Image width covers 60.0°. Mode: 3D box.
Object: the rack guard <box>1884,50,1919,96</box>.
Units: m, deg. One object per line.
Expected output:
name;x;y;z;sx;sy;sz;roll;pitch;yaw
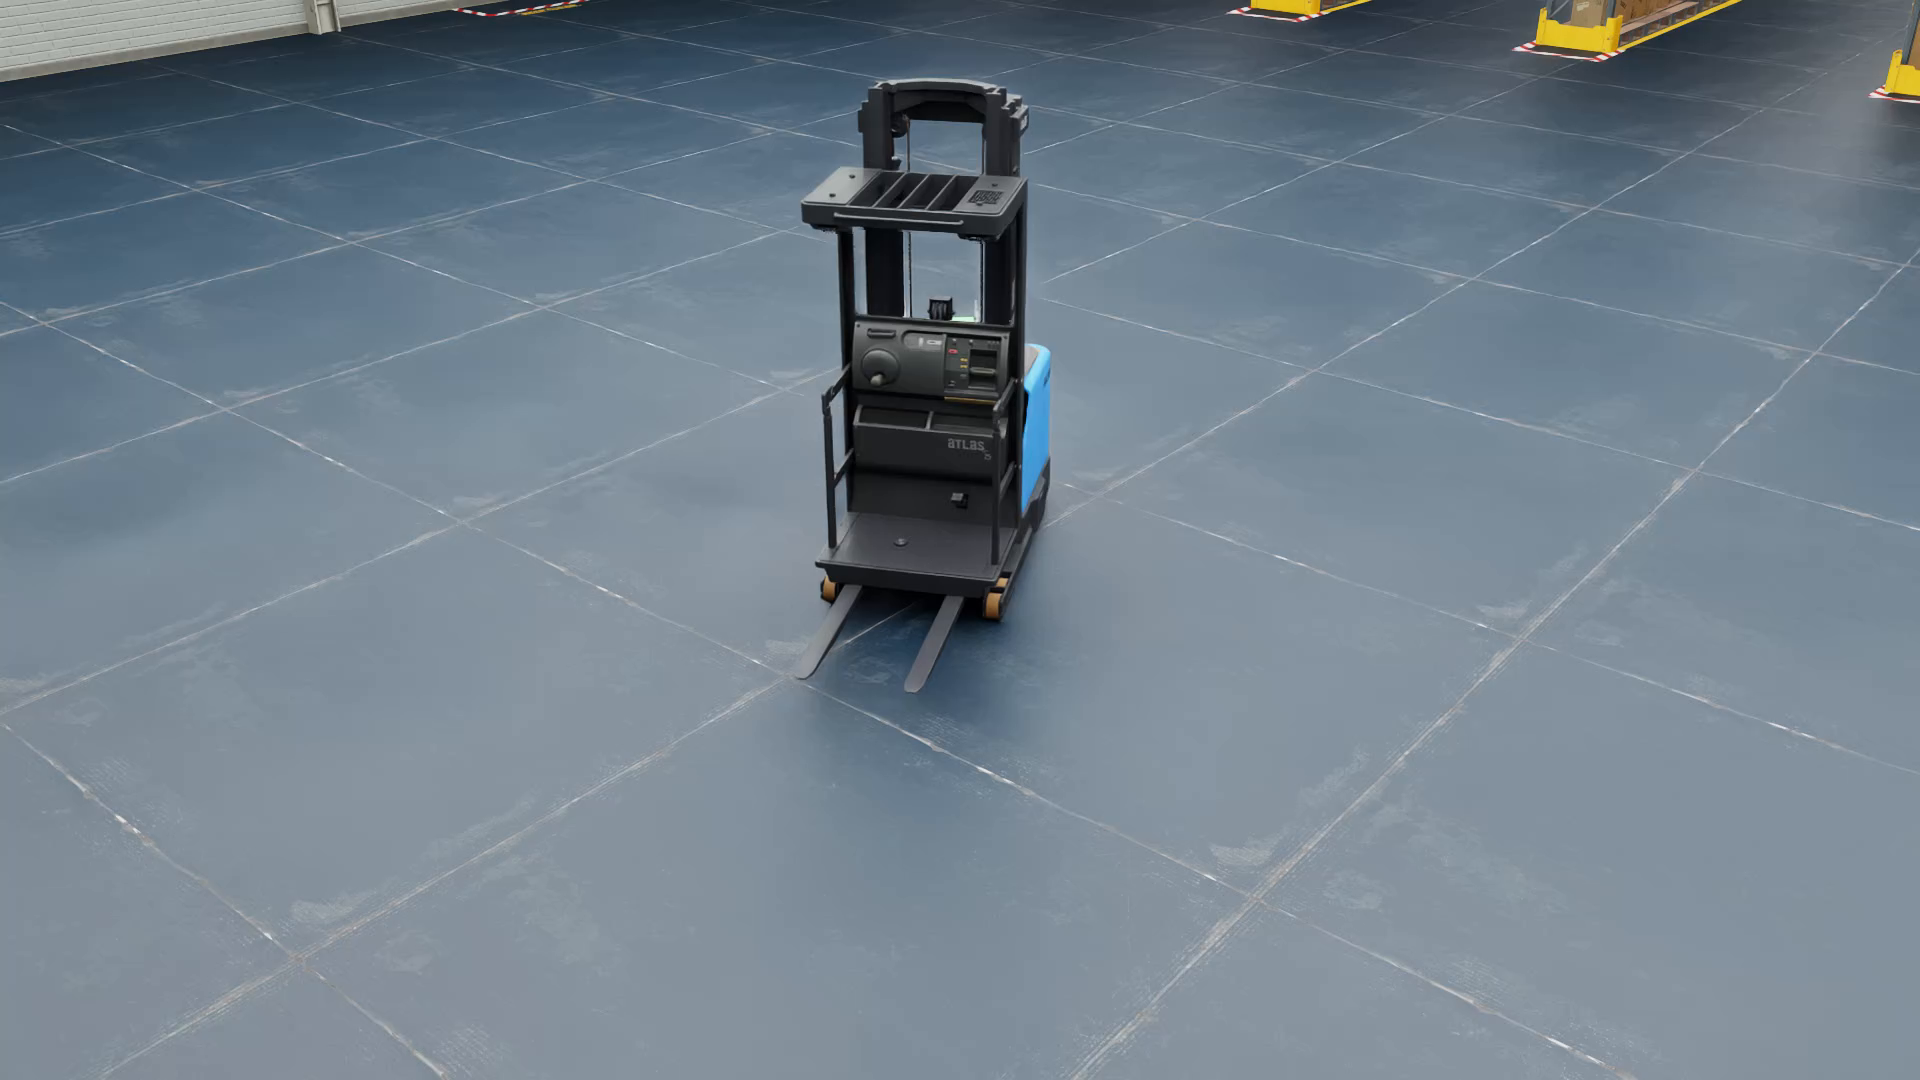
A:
rack guard;13.030;-6.174;22.141;1.175;0.500;0.348;21;34;34

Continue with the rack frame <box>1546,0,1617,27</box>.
rack frame;9.282;-8.779;24.455;1.000;3.000;0.127;21;34;34

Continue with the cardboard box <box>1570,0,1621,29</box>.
cardboard box;9.692;-8.071;25.351;0.500;0.500;0.500;-21;34;-35

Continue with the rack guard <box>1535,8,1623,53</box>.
rack guard;9.330;-7.695;25.081;1.175;0.500;0.348;21;34;34

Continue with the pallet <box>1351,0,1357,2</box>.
pallet;6.769;-9.745;29.358;1.003;0.211;1.213;21;34;34

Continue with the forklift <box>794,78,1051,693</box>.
forklift;-0.218;-1.016;9.523;1.130;2.935;3.031;6;28;11

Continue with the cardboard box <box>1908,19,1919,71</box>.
cardboard box;13.425;-6.796;22.477;0.875;0.875;0.875;21;34;35

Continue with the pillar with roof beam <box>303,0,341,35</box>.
pillar with roof beam;-6.718;-10.774;21.784;9.100;9.000;0.400;21;34;34

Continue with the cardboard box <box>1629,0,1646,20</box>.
cardboard box;10.459;-8.510;26.199;0.500;0.500;0.500;25;36;39

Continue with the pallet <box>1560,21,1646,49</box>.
pallet;9.874;-7.845;25.684;1.003;0.211;1.213;21;34;34

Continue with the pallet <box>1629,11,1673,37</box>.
pallet;10.651;-8.275;26.517;1.003;0.211;1.213;21;34;34

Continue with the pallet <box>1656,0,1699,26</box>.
pallet;11.426;-8.710;27.357;1.003;0.211;1.213;21;34;34

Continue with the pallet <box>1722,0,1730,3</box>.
pallet;13.096;-9.669;29.211;1.003;0.211;1.213;21;34;34

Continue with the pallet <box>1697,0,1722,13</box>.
pallet;12.320;-9.235;28.371;1.003;0.211;1.213;21;34;34

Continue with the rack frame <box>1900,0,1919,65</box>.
rack frame;13.045;-7.293;21.583;1.000;3.000;0.127;21;34;34

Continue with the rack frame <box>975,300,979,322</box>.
rack frame;0.114;-1.042;11.458;0.015;1.200;0.240;-1;27;-1

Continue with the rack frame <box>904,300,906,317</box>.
rack frame;-0.374;-1.037;11.449;0.015;1.200;0.240;-1;27;-1

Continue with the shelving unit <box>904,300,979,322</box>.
shelving unit;-0.130;-1.039;11.453;0.503;1.200;0.258;-1;27;-1

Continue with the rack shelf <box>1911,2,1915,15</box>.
rack shelf;14.317;-7.683;23.119;1.077;0.370;4.000;21;34;34

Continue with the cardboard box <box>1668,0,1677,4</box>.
cardboard box;11.541;-9.143;27.422;0.500;0.500;0.500;20;33;33

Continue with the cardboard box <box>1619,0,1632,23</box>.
cardboard box;10.046;-8.293;25.780;0.500;0.500;0.500;-18;32;-31

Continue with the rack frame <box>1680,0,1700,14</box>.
rack frame;11.826;-10.197;27.196;1.000;3.000;0.127;21;34;34

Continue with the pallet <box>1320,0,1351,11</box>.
pallet;5.993;-9.315;28.526;1.003;0.211;1.213;21;34;34

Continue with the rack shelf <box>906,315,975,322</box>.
rack shelf;-0.130;-1.409;11.262;0.480;0.148;0.258;-1;27;-1

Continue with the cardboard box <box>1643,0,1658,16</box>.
cardboard box;10.848;-8.695;26.556;0.500;0.500;0.500;17;32;30

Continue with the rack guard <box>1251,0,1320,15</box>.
rack guard;5.472;-9.157;27.906;1.175;0.500;0.348;21;34;34

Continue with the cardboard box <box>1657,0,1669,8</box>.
cardboard box;11.183;-8.938;27.026;0.500;0.500;0.500;-16;31;-28
